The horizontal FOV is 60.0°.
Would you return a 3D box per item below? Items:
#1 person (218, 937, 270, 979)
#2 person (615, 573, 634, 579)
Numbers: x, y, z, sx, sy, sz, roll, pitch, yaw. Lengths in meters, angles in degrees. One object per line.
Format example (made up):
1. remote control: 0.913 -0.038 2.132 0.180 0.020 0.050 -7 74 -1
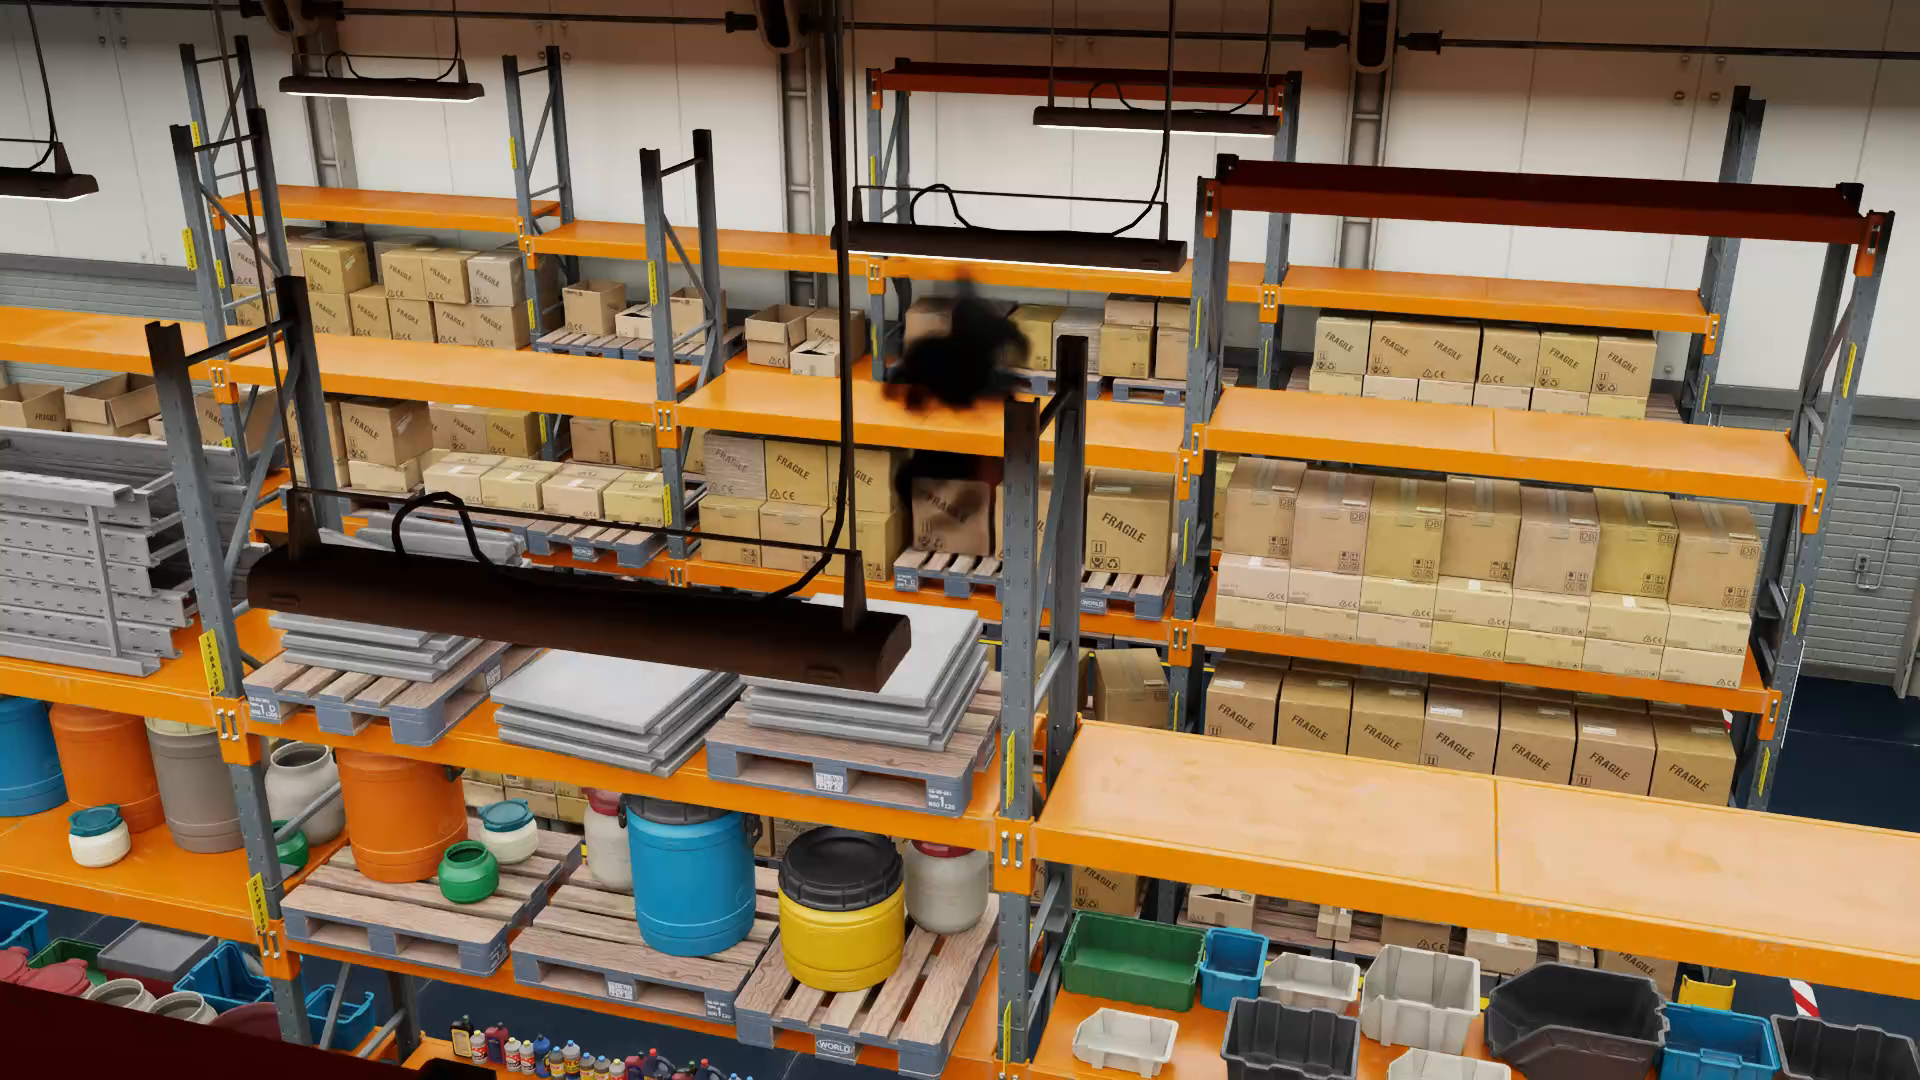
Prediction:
1. person: -5.220 2.687 12.122 0.546 1.657 0.449 5 23 12
2. person: -3.316 0.883 16.416 0.831 1.700 0.559 2 23 4
